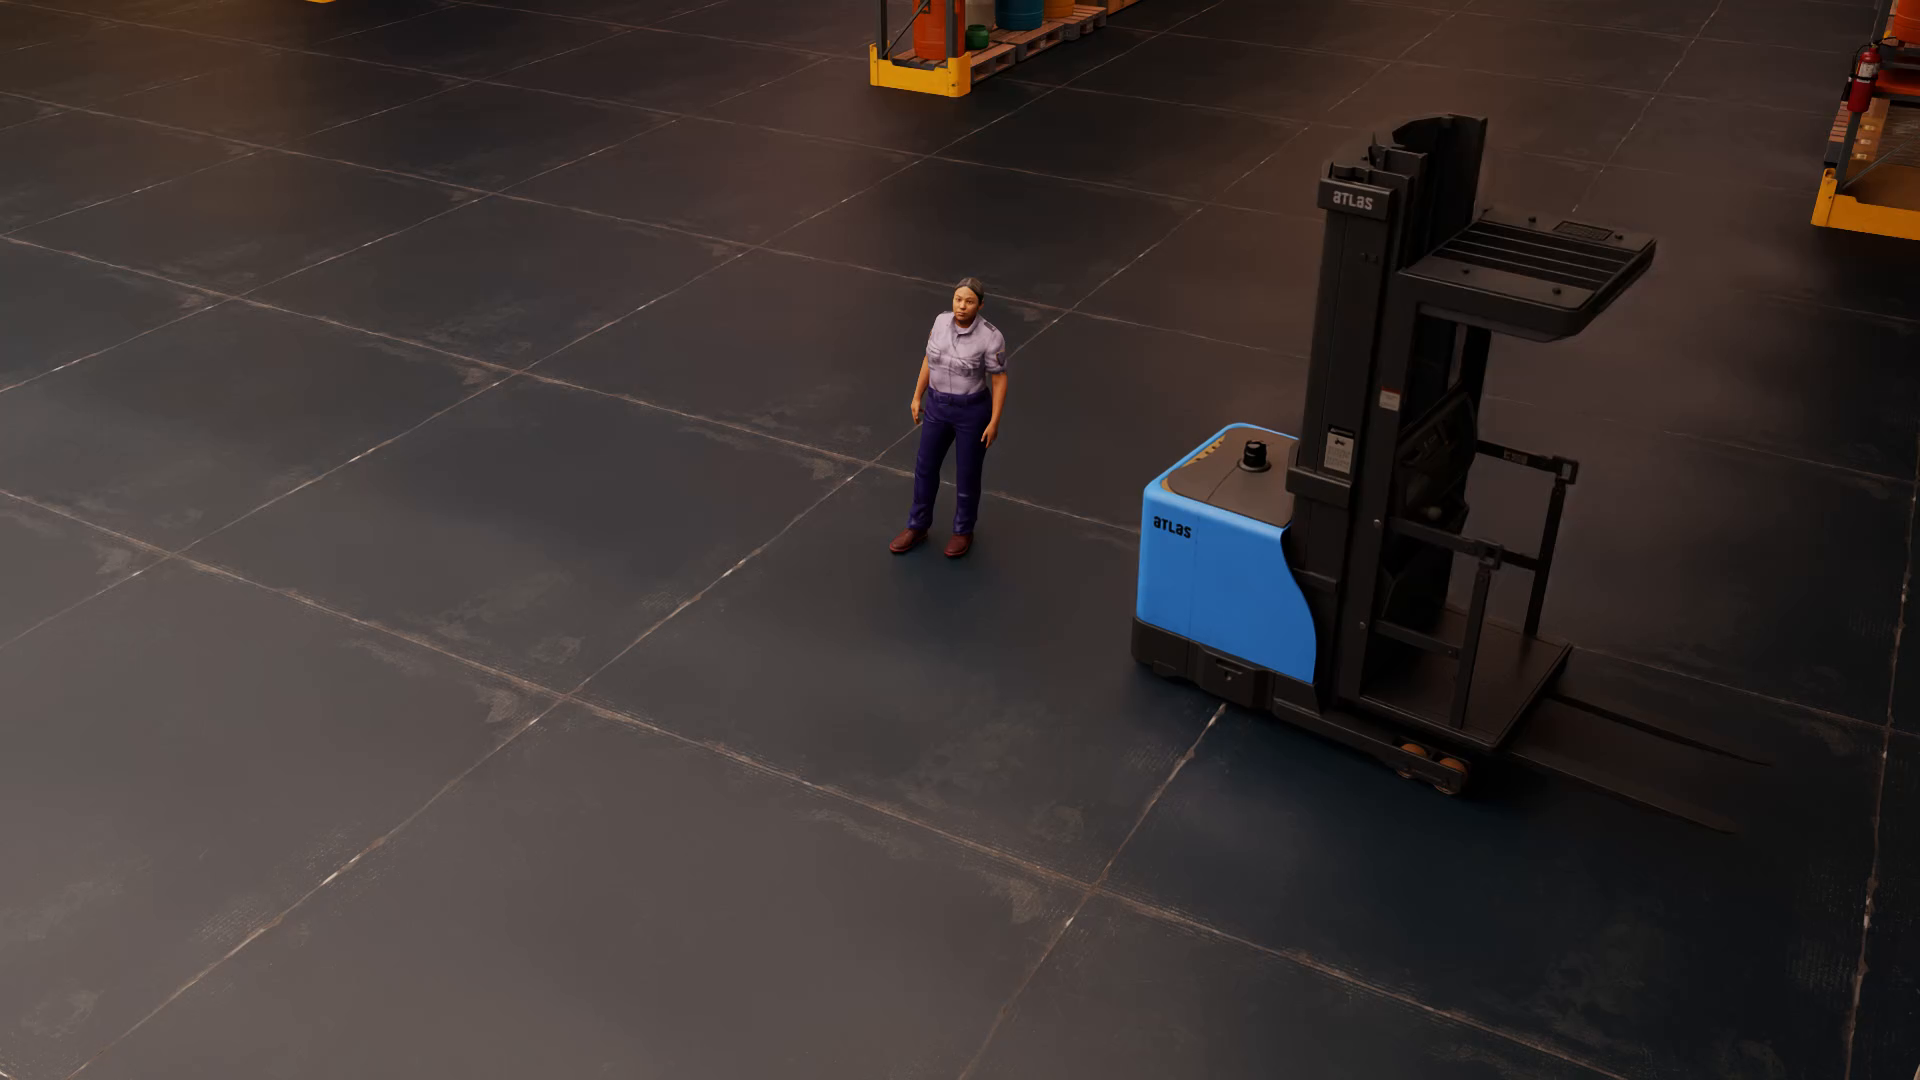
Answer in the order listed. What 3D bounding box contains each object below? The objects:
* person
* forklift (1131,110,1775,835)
[{"bbox_3d":[-0.064,-0.685,9.529,0.598,1.651,0.502,15,33,25],"label":"person"},{"bbox_3d":[2.395,-0.364,7.701,3.031,2.935,1.130,20,36,31],"label":"forklift"}]
